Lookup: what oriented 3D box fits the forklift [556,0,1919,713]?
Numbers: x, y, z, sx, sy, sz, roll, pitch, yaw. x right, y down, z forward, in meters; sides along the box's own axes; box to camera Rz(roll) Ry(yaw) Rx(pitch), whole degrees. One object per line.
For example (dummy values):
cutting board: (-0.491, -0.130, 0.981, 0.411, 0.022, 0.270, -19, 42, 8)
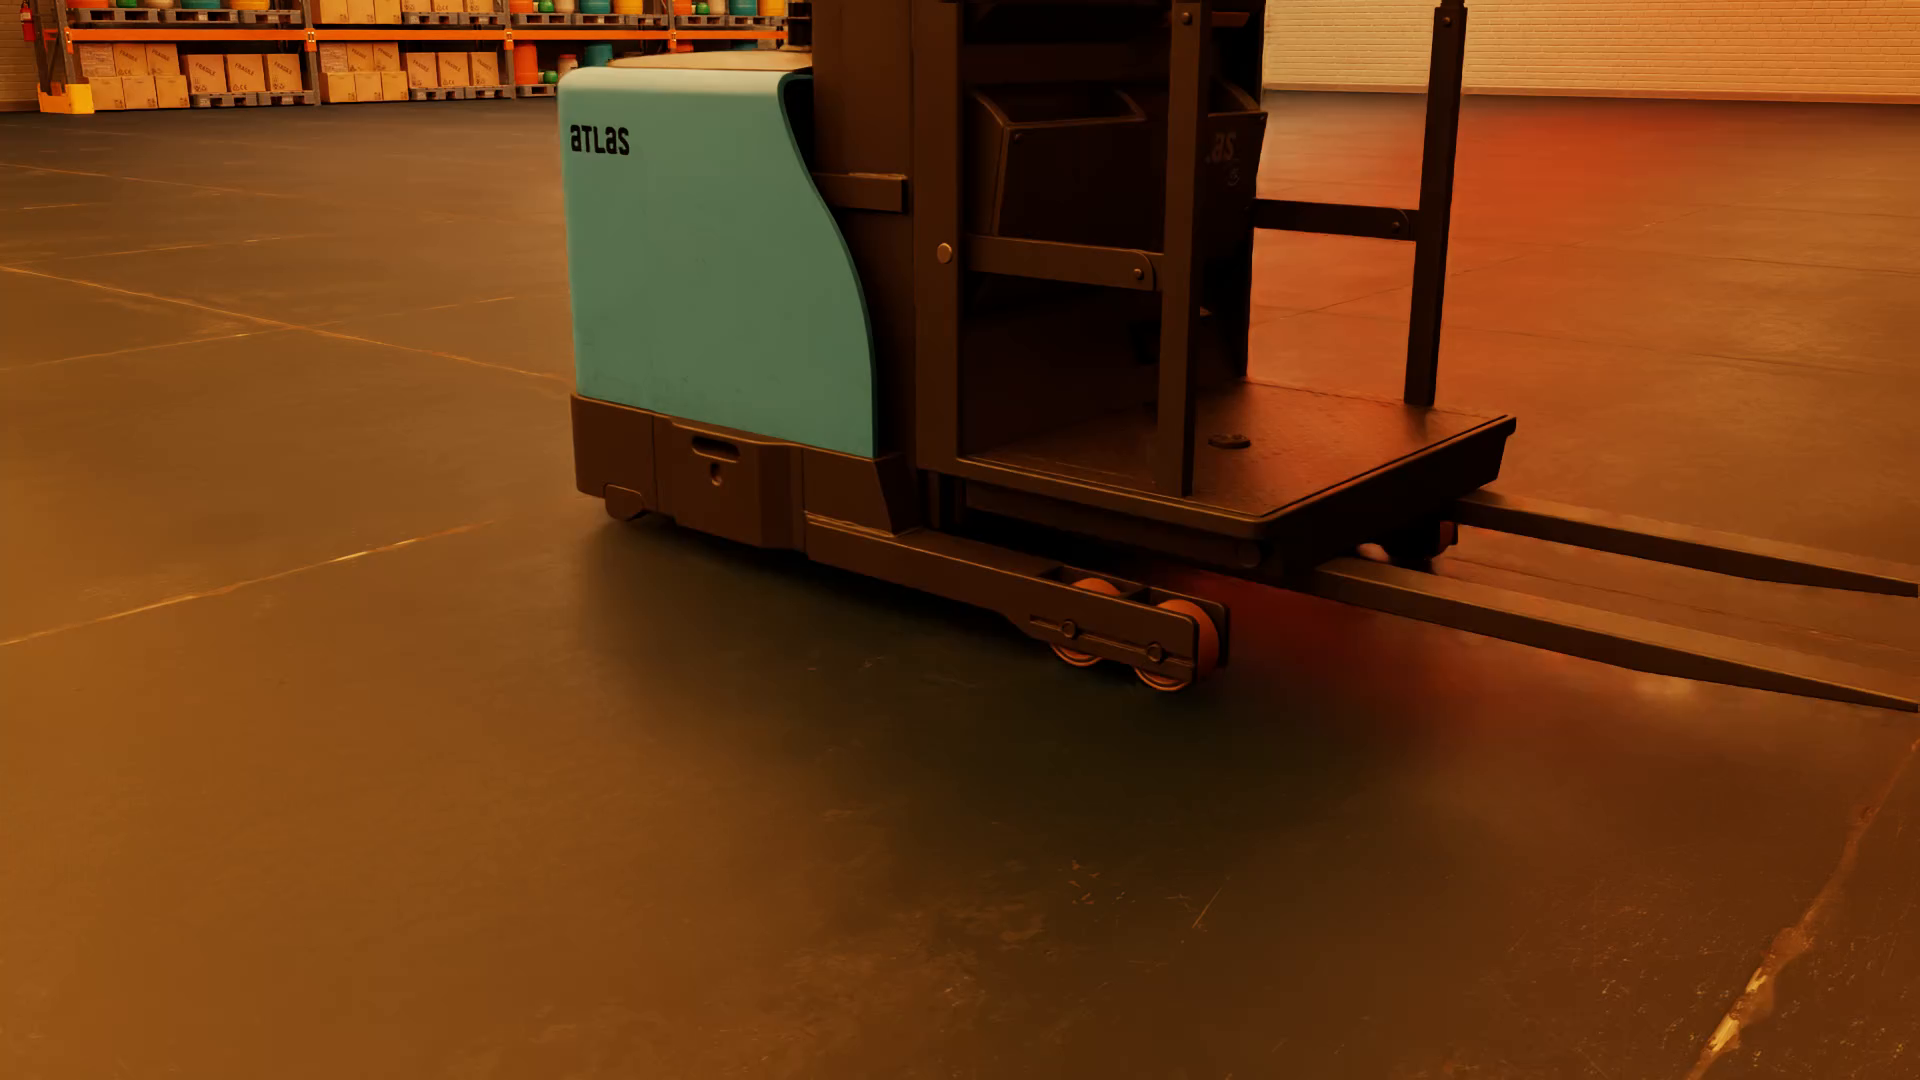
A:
forklift: (0.497, -1.299, 3.175, 3.031, 2.935, 1.130, 14, 22, 38)
